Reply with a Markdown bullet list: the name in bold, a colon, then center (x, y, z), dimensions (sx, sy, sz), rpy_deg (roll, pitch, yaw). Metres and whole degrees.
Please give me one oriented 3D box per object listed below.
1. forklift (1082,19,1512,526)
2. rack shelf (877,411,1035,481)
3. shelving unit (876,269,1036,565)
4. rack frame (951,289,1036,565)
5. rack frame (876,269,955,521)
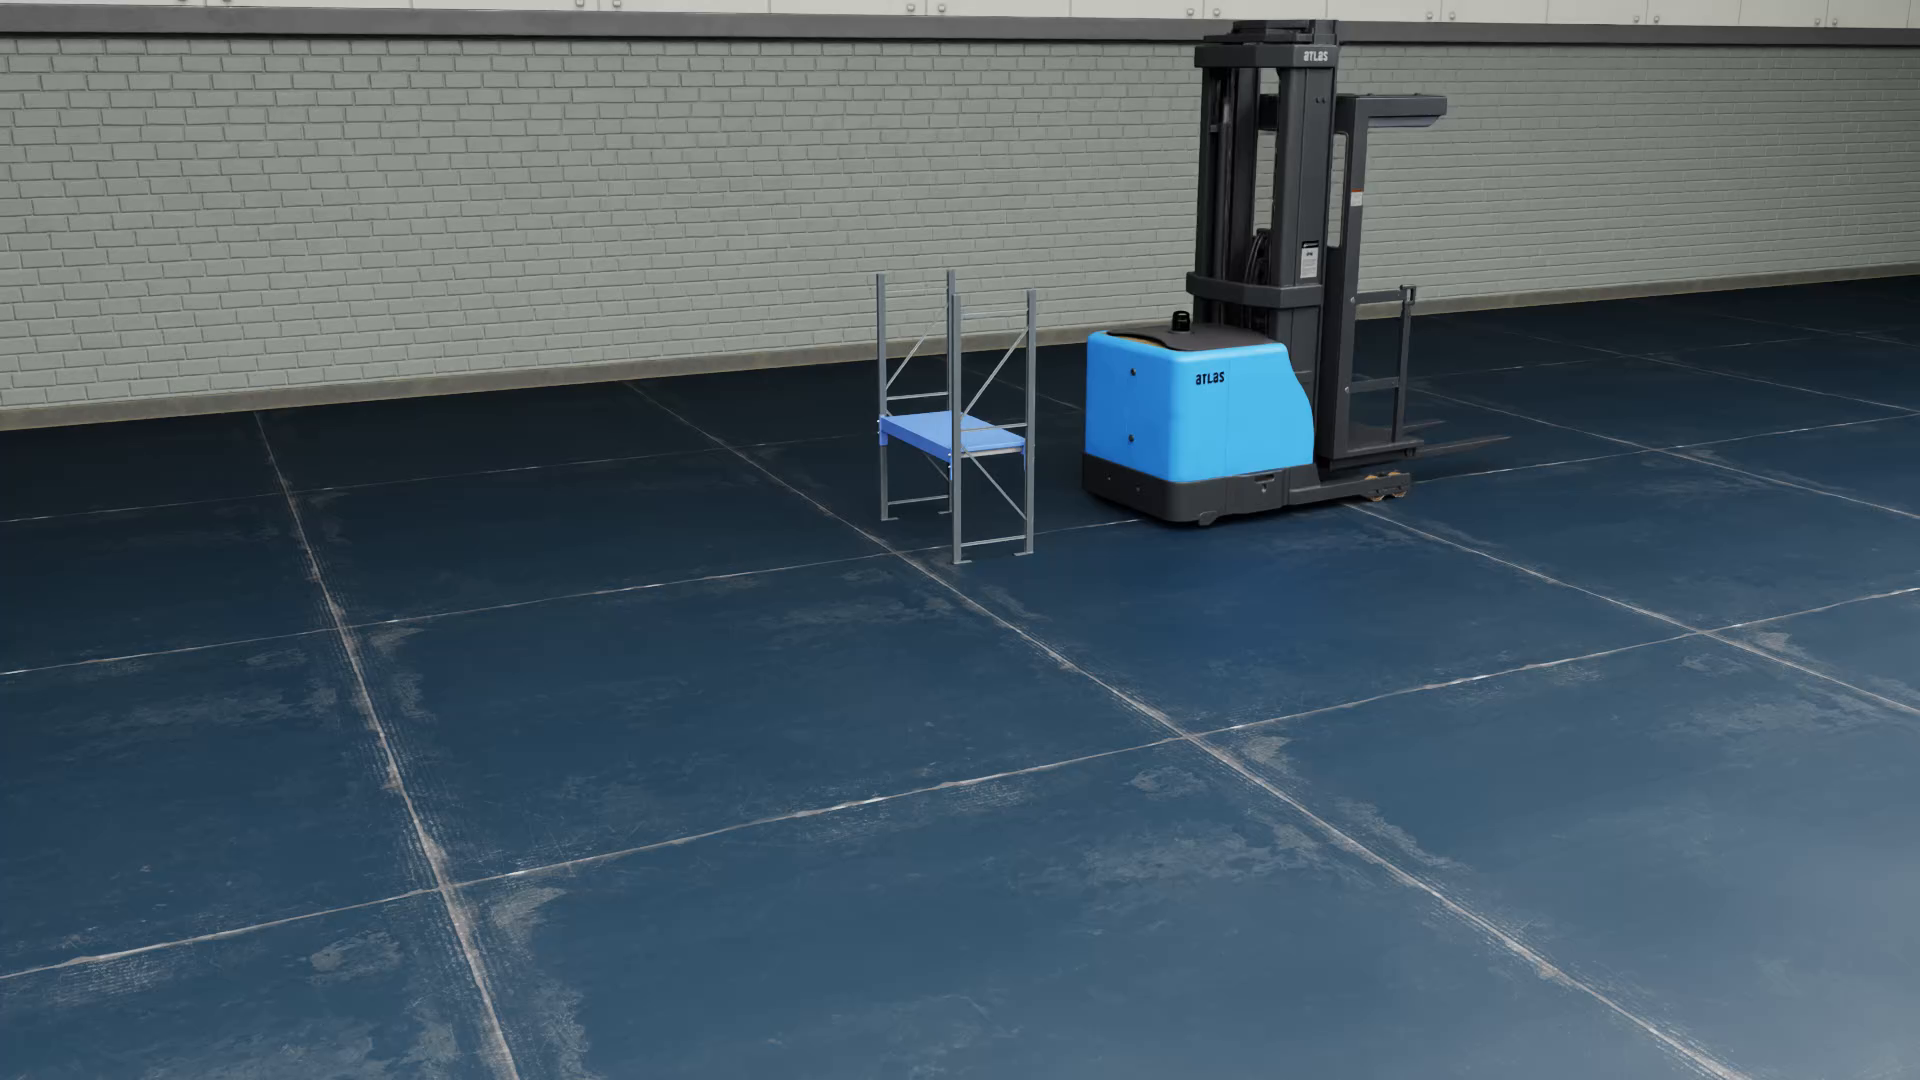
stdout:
- **forklift**: center (2.312, -1.769, 10.603), dimensions (3.031, 2.935, 1.130), rpy_deg (-9, 18, -29)
- **rack shelf**: center (-0.037, -0.569, 9.667), dimensions (0.538, 0.185, 1.000), rpy_deg (-8, 18, -25)
- **shelving unit**: center (-0.037, -0.742, 9.617), dimensions (0.538, 1.500, 1.048), rpy_deg (-8, 18, -25)
- **rack frame**: center (0.185, -0.616, 9.178), dimensions (0.500, 1.500, 0.032), rpy_deg (-8, 18, -25)
- **rack frame**: center (-0.260, -0.868, 10.057), dimensions (0.500, 1.500, 0.032), rpy_deg (-8, 18, -25)
